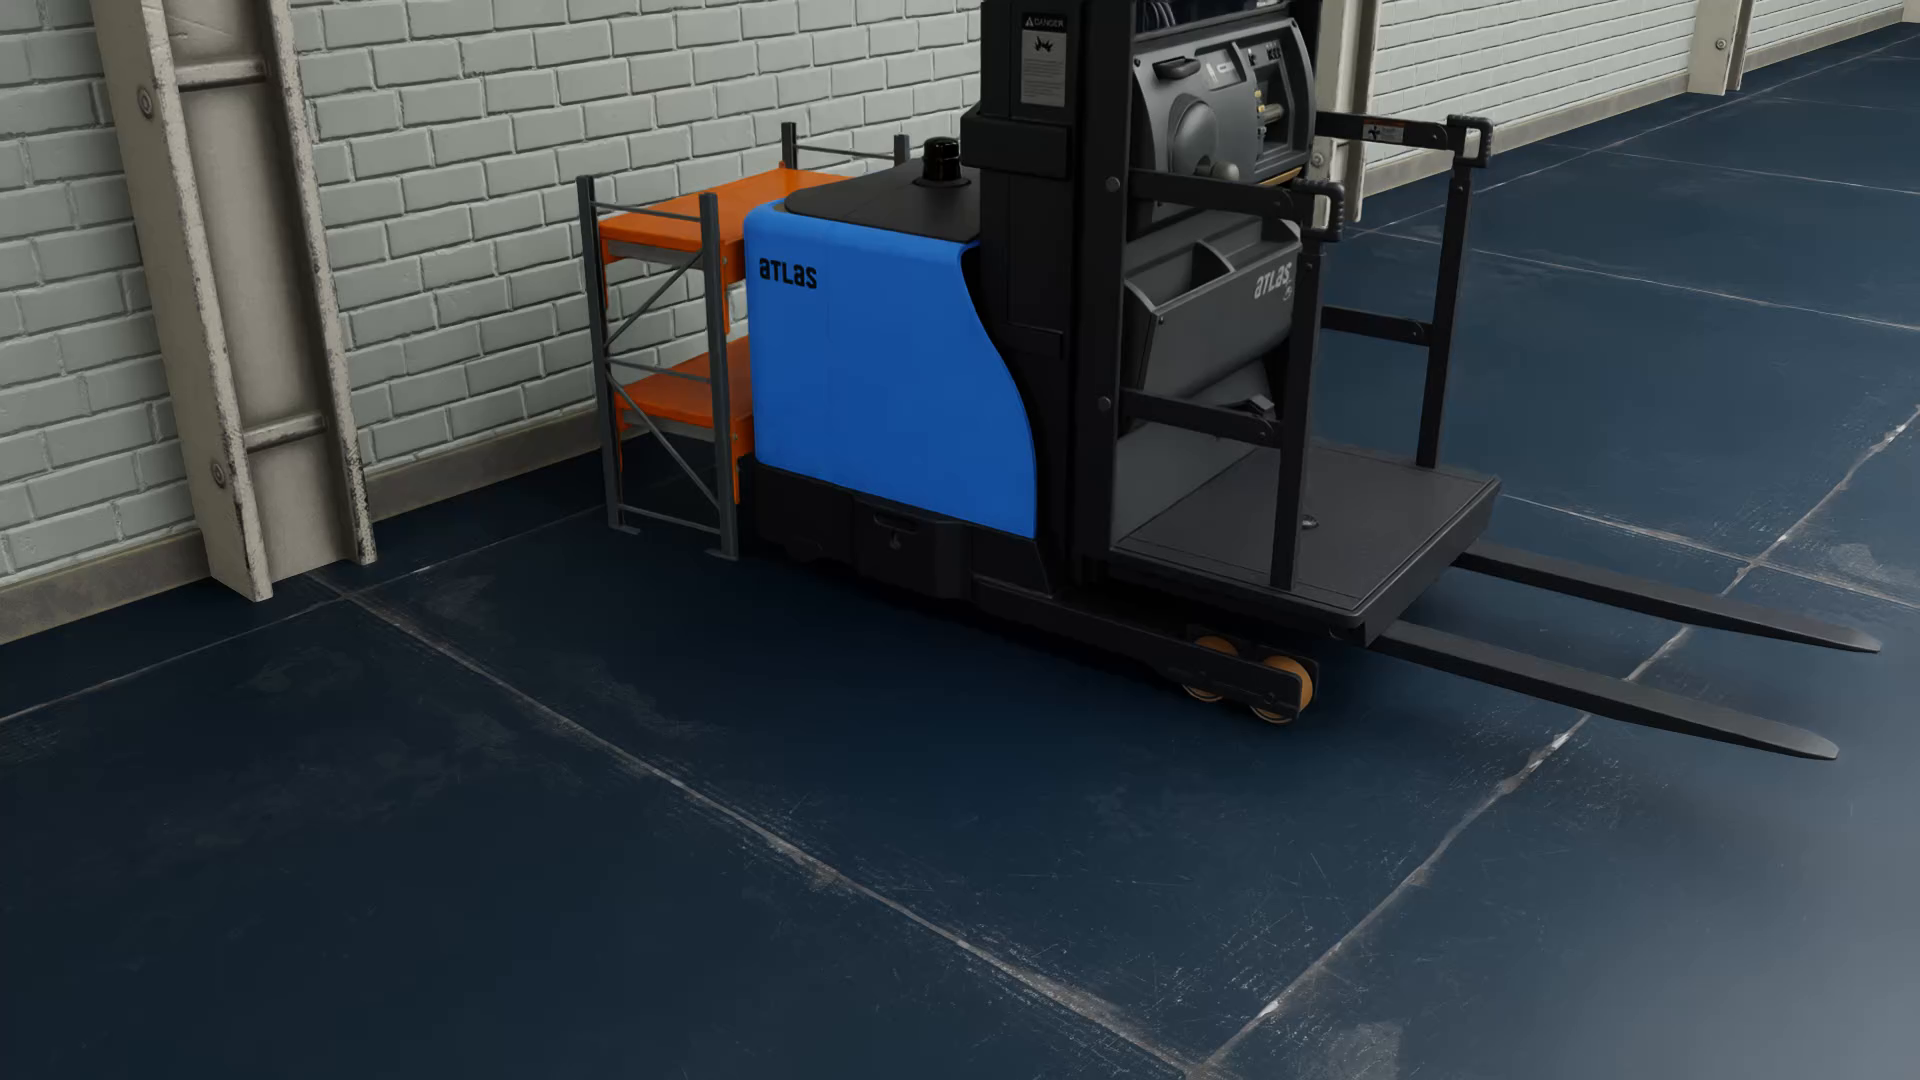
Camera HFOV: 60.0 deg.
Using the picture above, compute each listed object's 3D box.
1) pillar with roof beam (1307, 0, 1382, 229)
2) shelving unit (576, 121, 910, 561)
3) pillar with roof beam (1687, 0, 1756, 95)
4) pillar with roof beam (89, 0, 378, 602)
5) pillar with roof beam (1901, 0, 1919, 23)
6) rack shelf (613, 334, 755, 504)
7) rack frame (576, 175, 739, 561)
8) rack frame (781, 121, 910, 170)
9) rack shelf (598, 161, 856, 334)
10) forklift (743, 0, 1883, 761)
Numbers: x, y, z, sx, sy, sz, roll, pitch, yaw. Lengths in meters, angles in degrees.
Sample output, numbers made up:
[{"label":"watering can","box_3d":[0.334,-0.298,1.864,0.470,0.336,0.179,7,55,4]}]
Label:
[{"label":"pillar with roof beam","box_3d":[5.176,-4.679,4.687,9.100,9.000,0.400,20,31,38]},{"label":"shelving unit","box_3d":[-0.647,-0.686,5.405,0.538,1.125,1.048,14,27,28]},{"label":"pillar with roof beam","box_3d":[9.180,-6.507,8.764,9.100,9.000,0.400,20,31,38]},{"label":"pillar with roof beam","box_3d":[1.171,-2.851,0.610,9.100,9.000,0.400,20,31,38]},{"label":"pillar with roof beam","box_3d":[13.185,-8.335,12.841,9.100,9.000,0.400,20,31,38]},{"label":"rack shelf","box_3d":[-0.647,-0.463,5.506,0.538,0.278,1.000,14,27,28]},{"label":"rack frame","box_3d":[-0.905,-0.507,5.006,0.500,1.125,0.032,14,27,28]},{"label":"rack frame","box_3d":[-0.389,-0.865,5.805,0.500,1.125,0.032,14,27,28]},{"label":"rack shelf","box_3d":[-0.647,-0.953,5.286,0.538,0.278,1.000,14,27,28]},{"label":"forklift","box_3d":[0.862,-1.120,4.166,3.031,2.935,1.130,16,29,31]}]
